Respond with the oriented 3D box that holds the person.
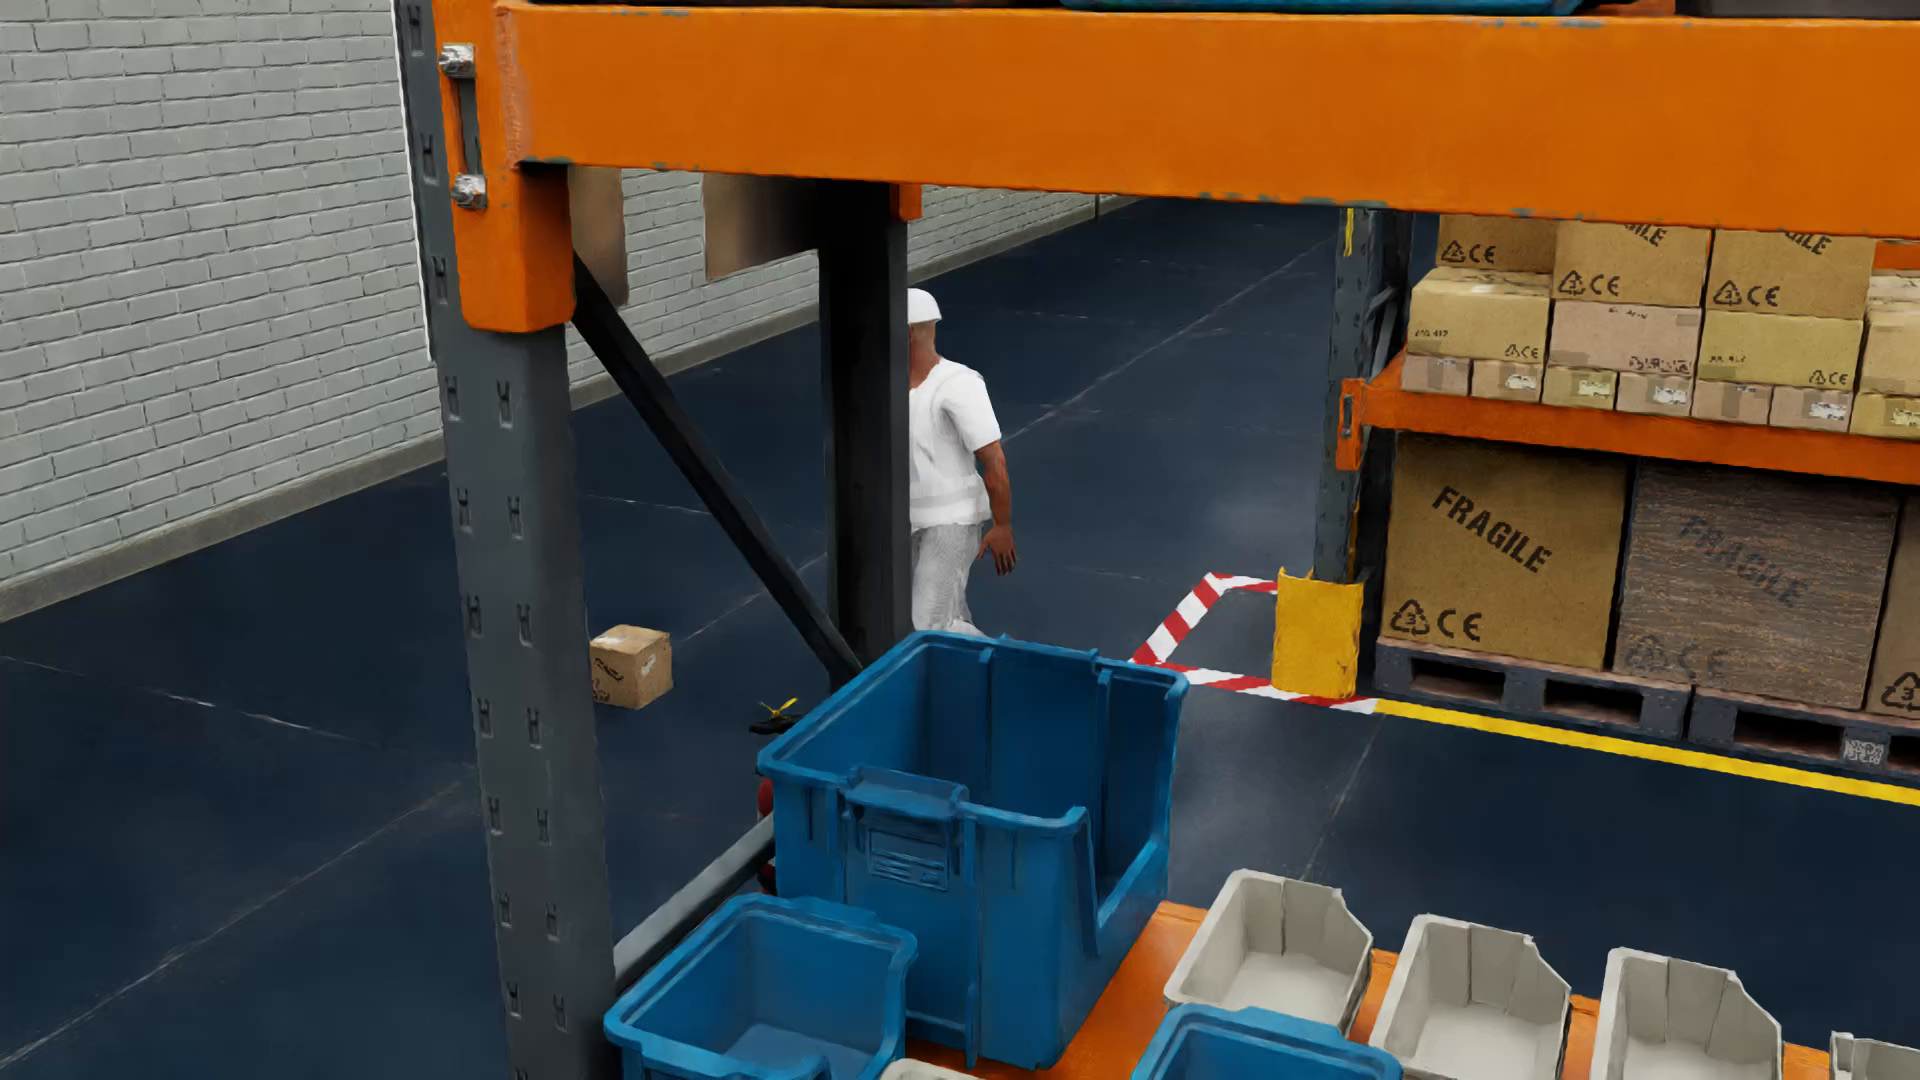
[{"bbox_3d":[-0.068,-0.045,6.162,0.485,1.734,0.751,-15,24,-38],"label":"person"}]
